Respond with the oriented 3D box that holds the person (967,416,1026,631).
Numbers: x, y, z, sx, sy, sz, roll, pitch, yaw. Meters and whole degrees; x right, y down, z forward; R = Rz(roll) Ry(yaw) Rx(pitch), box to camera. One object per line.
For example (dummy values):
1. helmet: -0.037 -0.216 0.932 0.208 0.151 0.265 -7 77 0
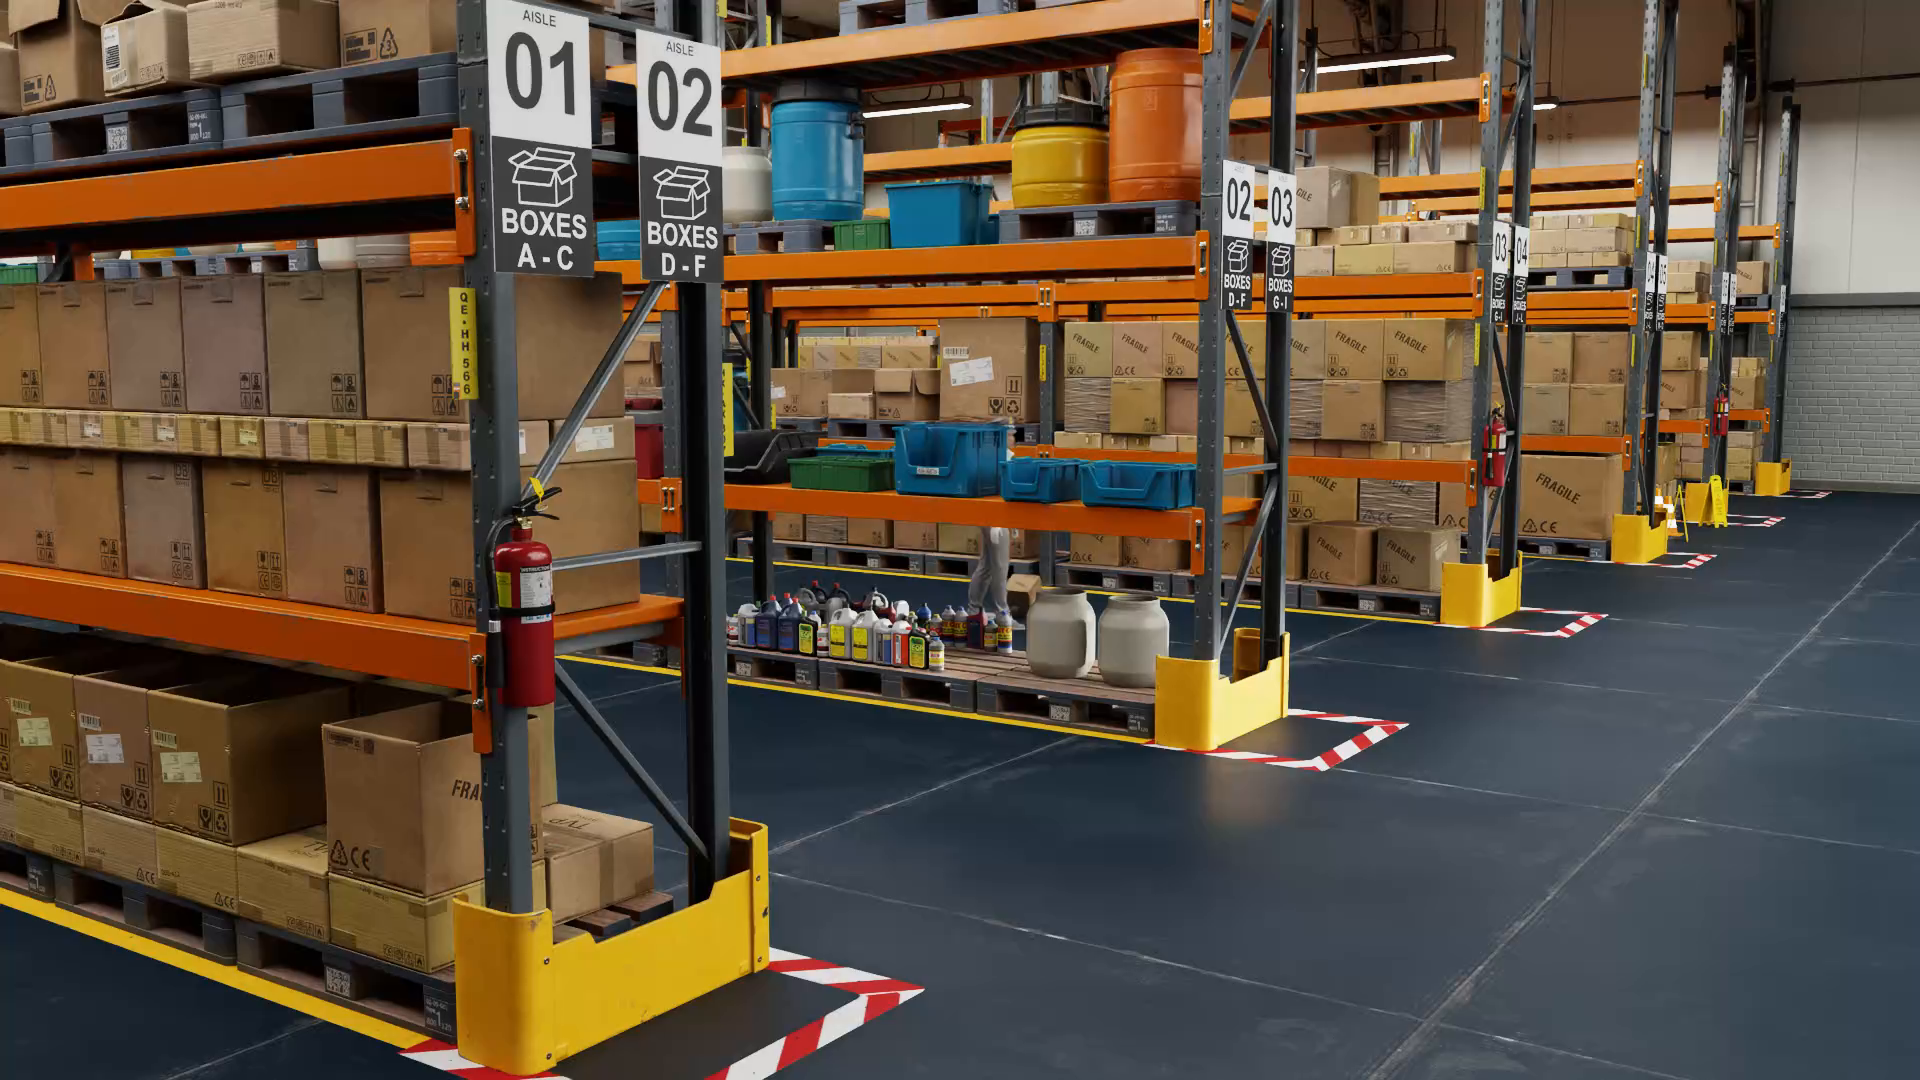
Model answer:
1. person: 0.298 -0.144 13.195 0.521 1.684 0.493 1 7 11
